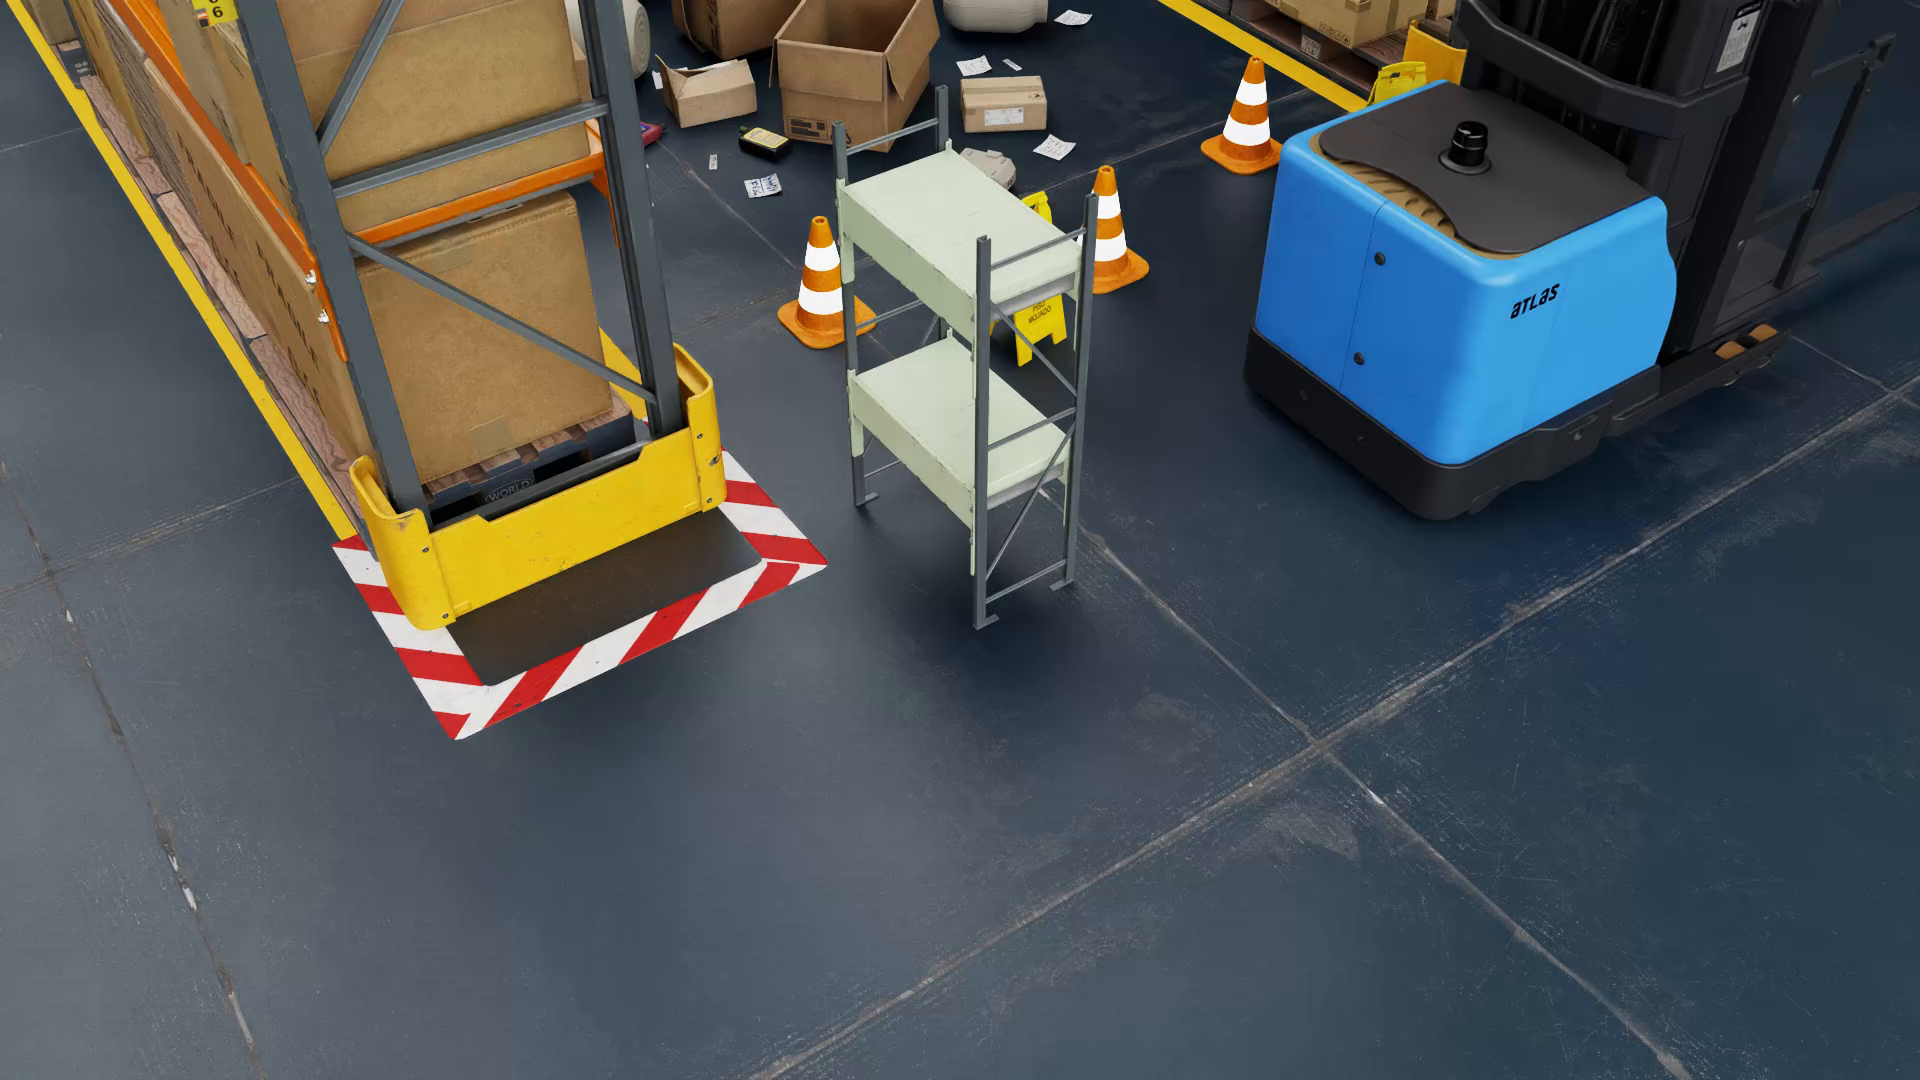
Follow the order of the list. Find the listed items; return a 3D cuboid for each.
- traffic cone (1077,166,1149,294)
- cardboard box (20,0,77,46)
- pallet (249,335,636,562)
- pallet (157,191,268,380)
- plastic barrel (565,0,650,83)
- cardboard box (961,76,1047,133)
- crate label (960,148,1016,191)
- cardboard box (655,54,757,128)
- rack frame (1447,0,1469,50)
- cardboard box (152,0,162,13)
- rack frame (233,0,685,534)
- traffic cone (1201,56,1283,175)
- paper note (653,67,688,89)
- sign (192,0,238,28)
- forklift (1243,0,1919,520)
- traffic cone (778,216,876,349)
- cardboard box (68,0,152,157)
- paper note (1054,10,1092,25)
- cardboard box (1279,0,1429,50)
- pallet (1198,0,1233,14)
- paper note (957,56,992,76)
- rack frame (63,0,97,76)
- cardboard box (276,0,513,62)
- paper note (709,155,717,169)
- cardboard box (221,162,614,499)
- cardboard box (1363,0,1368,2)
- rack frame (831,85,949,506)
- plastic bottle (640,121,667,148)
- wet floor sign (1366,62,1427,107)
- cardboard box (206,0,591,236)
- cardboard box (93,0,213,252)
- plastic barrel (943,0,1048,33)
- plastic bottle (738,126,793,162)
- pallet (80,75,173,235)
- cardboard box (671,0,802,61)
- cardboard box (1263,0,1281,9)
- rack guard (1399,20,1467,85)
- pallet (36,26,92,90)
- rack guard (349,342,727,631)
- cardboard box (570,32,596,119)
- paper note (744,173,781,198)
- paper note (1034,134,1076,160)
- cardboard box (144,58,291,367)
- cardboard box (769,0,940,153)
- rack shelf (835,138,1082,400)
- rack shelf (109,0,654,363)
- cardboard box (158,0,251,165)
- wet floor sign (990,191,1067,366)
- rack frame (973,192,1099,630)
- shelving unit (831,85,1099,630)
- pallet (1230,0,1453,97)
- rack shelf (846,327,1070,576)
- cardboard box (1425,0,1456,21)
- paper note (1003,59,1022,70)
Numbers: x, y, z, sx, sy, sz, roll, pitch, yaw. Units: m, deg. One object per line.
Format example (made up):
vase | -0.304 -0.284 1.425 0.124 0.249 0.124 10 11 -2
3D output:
traffic cone | 0.588 -1.310 6.788 0.336 0.463 0.334 -26 49 -24
cardboard box | -4.111 -3.032 8.079 1.050 0.750 0.750 -26 49 -25
pallet | -1.916 -0.526 6.148 1.003 0.211 1.213 -26 49 -24
pallet | -2.610 -1.216 6.871 1.003 0.211 1.213 -26 49 -24
plastic barrel | -1.775 -2.409 7.967 0.512 0.421 0.421 4 44 4
cardboard box | 0.202 -2.038 7.777 0.380 0.149 0.250 -3 44 -4
crate label | 0.087 -1.613 7.341 0.298 0.136 0.250 18 47 18
cardboard box | -1.188 -2.143 7.803 0.396 0.266 0.258 -18 46 -18
rack frame | 2.608 -3.125 6.851 1.000 3.000 0.127 -26 49 -24
cardboard box | -2.531 -2.312 5.891 0.875 0.550 0.500 -26 49 -24
rack frame | -1.394 -1.112 4.743 1.000 3.000 0.127 -26 49 -24
traffic cone | 1.304 -1.941 7.449 0.336 0.463 0.334 -26 49 -24
paper note | -1.405 -2.255 8.096 0.172 0.023 0.155 -10 45 -11
sign | -1.847 -1.410 4.045 0.100 0.325 0.005 -26 49 -24
forklift | 2.580 -1.931 5.650 3.031 2.935 1.130 -25 49 -24
traffic cone | -0.533 -1.057 6.522 0.336 0.463 0.334 -26 49 -24
cardboard box | -3.380 -2.377 7.303 0.875 0.875 0.875 -25 49 -24
paper note | 0.584 -2.685 8.540 0.148 0.019 0.142 26 49 25
cardboard box | 1.911 -2.648 8.038 0.500 0.250 0.500 -26 49 -25
pallet | 1.435 -3.324 9.079 1.003 0.211 1.213 -26 49 -24
paper note | 0.072 -2.336 8.184 0.148 0.019 0.142 -10 45 -11
rack frame | -3.682 -3.378 7.116 1.000 3.000 0.127 -26 49 -24
cardboard box | -1.575 -1.783 4.555 0.875 0.550 0.550 -26 49 -24
paper note | -1.119 -1.714 7.538 0.032 0.001 0.123 -3 44 -4
cardboard box | -1.836 -0.854 5.707 0.875 0.875 0.875 -25 49 -24
cardboard box | 1.936 -2.904 7.764 0.500 0.500 0.500 -25 49 -24
rack frame | -0.206 -0.746 5.445 0.400 1.500 0.023 -26 49 -24
plastic bottle | -1.485 -1.857 7.651 0.133 0.061 0.283 26 49 25
wet floor sign | 1.839 -1.743 7.109 0.267 0.644 0.232 -10 45 -11
cardboard box | -1.644 -1.359 4.893 0.875 0.550 0.550 -26 49 -24
cardboard box | -2.861 -1.868 6.769 0.875 0.875 0.875 -25 49 -24
plastic barrel | 0.185 -2.765 8.340 0.512 0.421 0.421 4 44 4
plastic bottle | -0.917 -1.824 7.616 0.283 0.061 0.133 26 49 25
pallet | -3.312 -1.908 7.595 1.003 0.211 1.213 -26 49 -24
cardboard box | -1.015 -2.792 8.212 0.797 0.637 0.503 -26 49 -24
cardboard box | 1.635 -2.930 8.335 0.500 0.250 0.500 -26 49 -24
rack guard | 2.565 -2.264 7.759 1.175 0.500 0.348 -26 49 -24
pallet | -4.186 -2.777 8.506 1.003 0.211 1.213 -26 49 -24
rack guard | -1.380 -0.195 5.592 1.175 0.500 0.348 -26 49 -24
cardboard box | -1.953 -2.001 7.482 0.500 0.500 0.500 -18 46 -18
paper note | -0.875 -1.573 7.377 0.144 0.017 0.142 -10 45 -11
paper note | 0.435 -1.800 7.614 0.142 0.019 0.148 26 49 25
cardboard box | -2.341 -1.351 6.228 0.875 0.875 0.875 -26 50 -25
cardboard box | -0.473 -2.217 7.708 0.637 0.503 0.797 11 45 11
rack shelf | 0.004 -0.821 4.959 0.431 0.370 0.720 -26 49 -24
rack shelf | -2.538 -1.985 6.178 1.077 0.370 4.000 -26 49 -24
cardboard box | -1.976 -1.662 5.210 0.875 0.550 0.550 -26 49 -24
wet floor sign | 0.246 -1.027 6.358 0.267 0.644 0.232 -35 53 -31
rack frame | 0.213 -0.331 5.011 0.400 1.500 0.023 -26 49 -24
shelving unit | 0.004 -0.539 5.228 0.431 1.500 0.755 -26 49 -24
pallet | 2.129 -2.634 8.356 1.003 0.211 1.213 -26 49 -24
rack shelf | 0.004 -0.303 5.453 0.431 0.370 0.720 -26 49 -24
cardboard box | 2.373 -2.849 8.249 0.500 0.250 0.500 -26 49 -25
paper note | 0.258 -2.343 8.197 0.032 0.001 0.123 -26 49 -24
